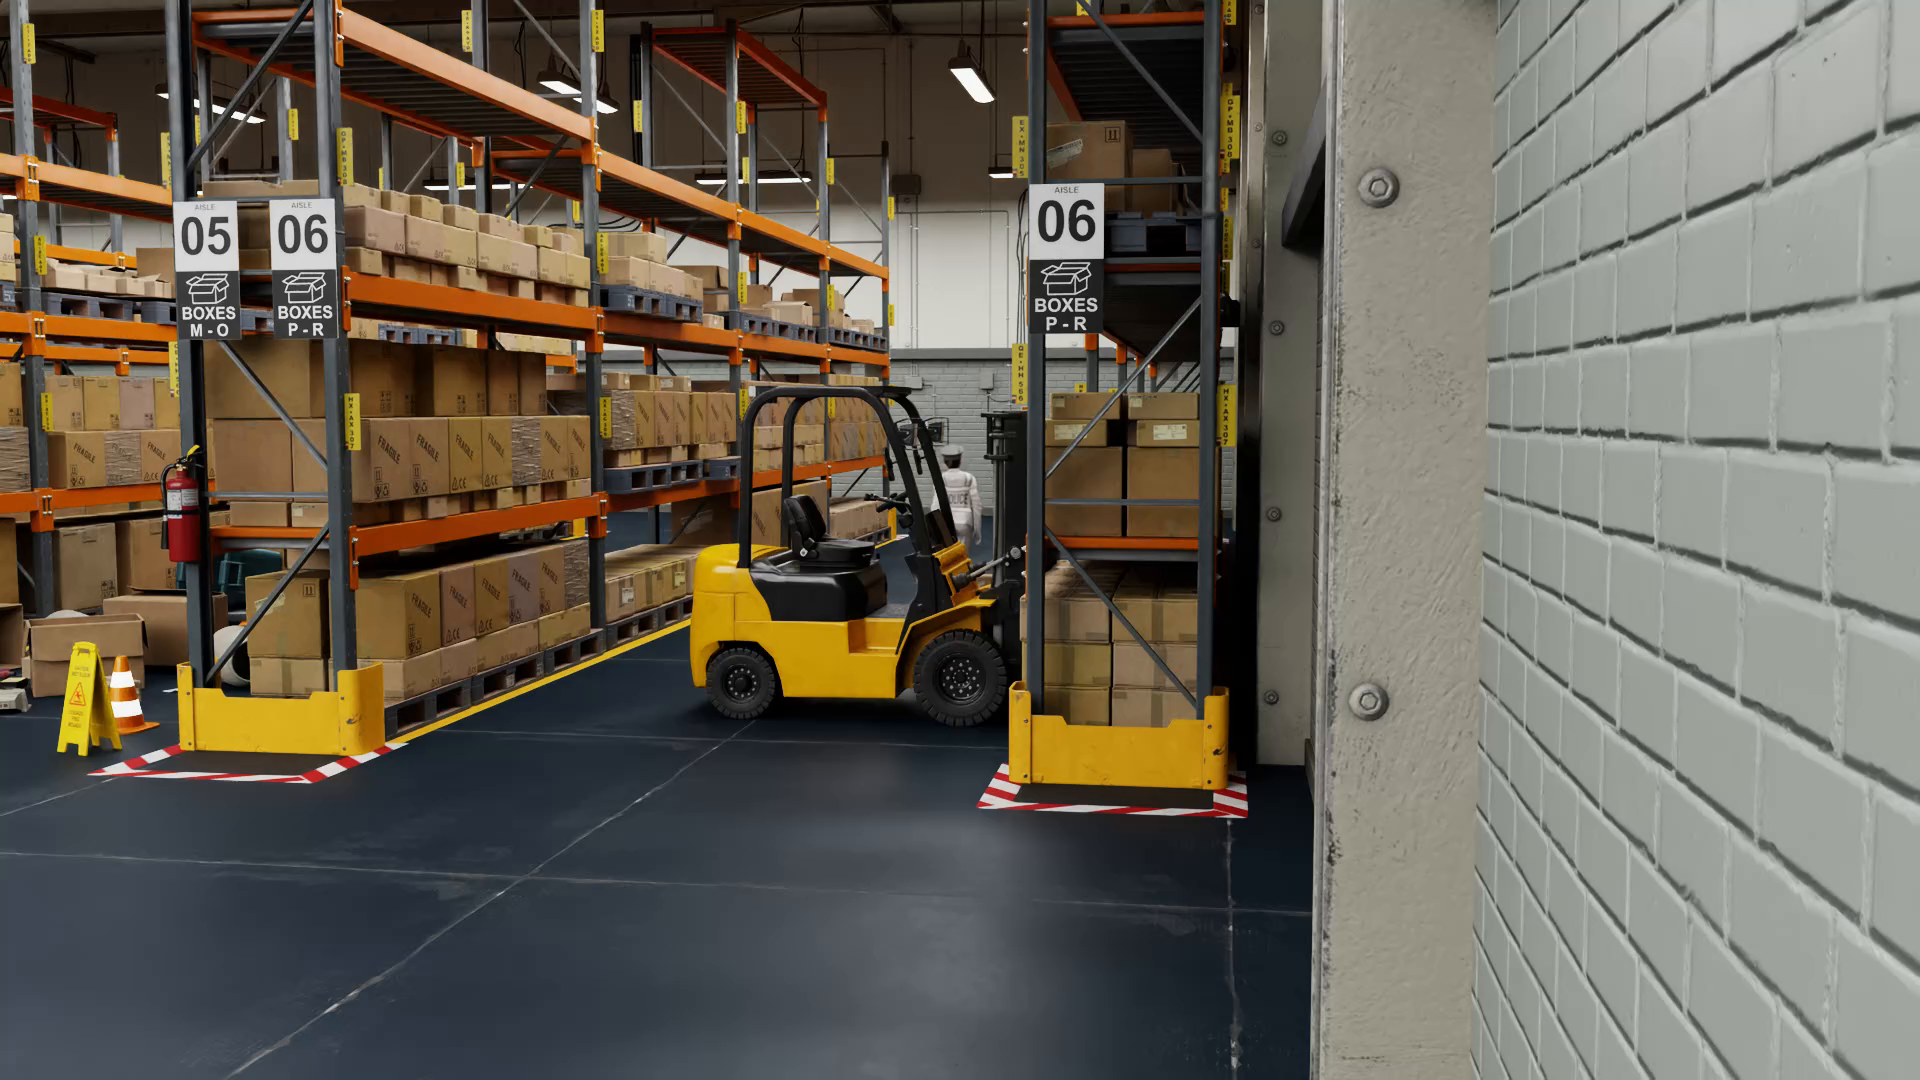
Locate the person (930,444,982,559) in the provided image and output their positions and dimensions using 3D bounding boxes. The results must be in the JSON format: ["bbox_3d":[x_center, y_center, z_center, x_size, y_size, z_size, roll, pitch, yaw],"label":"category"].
[{"bbox_3d":[-0.042,-0.116,16.252,0.524,1.637,1.021,0,5,-1],"label":"person"}]
